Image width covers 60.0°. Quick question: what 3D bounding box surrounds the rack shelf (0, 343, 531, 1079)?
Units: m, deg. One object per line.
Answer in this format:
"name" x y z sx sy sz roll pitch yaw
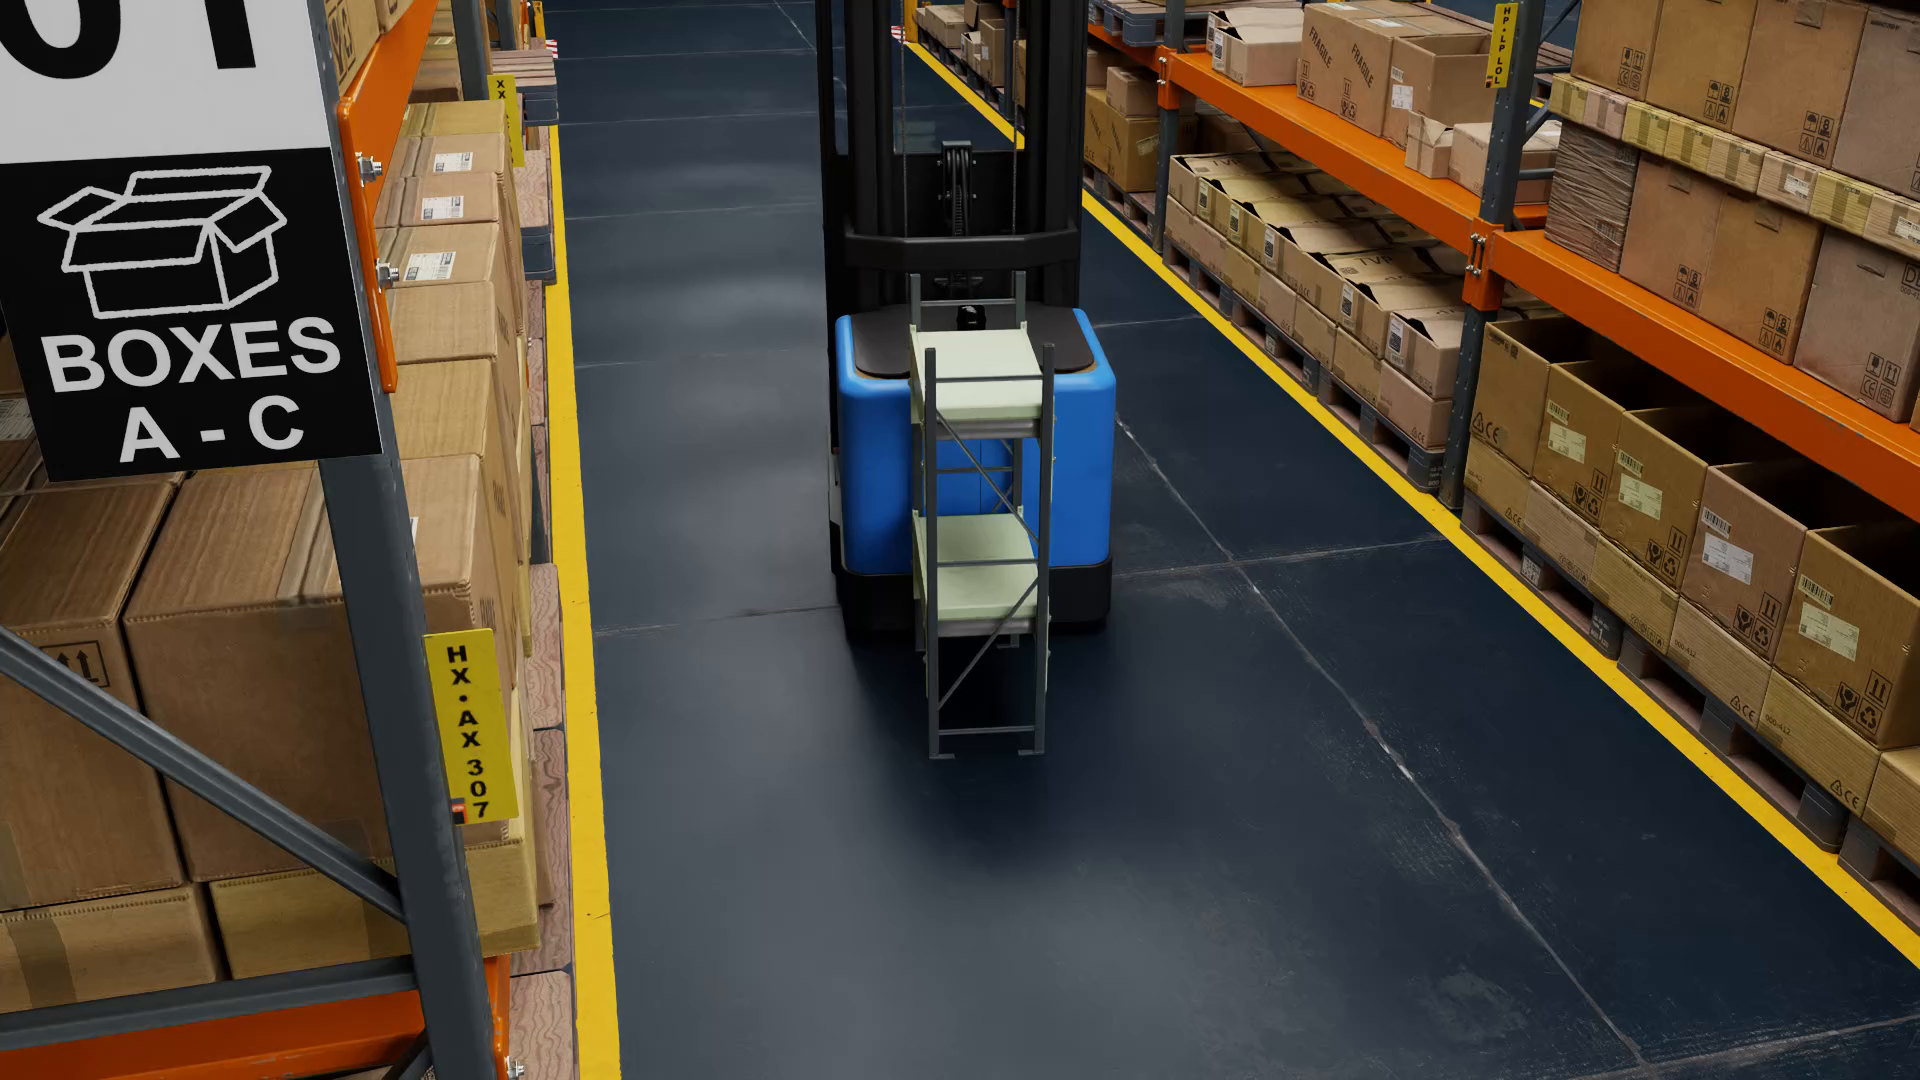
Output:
"rack shelf" -1.690 0.160 4.402 1.077 0.370 4.000 -6 27 -12

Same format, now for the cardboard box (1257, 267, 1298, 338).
"cardboard box" 1.968 -1.326 9.135 0.500 0.250 0.500 -5 27 -11

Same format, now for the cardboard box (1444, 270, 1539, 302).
"cardboard box" 2.727 -1.181 8.224 0.500 0.311 0.500 -6 27 -12

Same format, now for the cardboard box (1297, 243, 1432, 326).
"cardboard box" 2.081 -1.350 8.558 0.500 0.311 0.500 -6 27 -12

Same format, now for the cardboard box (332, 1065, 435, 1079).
"cardboard box" -1.307 1.408 3.627 0.500 0.311 0.500 -9 28 -17

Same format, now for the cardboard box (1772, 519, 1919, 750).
"cardboard box" 2.936 0.275 5.129 0.500 0.500 0.500 -6 27 -12

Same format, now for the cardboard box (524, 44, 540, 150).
"cardboard box" -3.467 -3.117 12.016 0.750 0.750 0.750 -5 27 -10

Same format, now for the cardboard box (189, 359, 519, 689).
"cardboard box" -1.156 -0.018 3.268 0.500 0.500 0.500 -6 27 -11

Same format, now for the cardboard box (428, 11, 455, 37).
"cardboard box" -2.520 -2.039 7.361 0.700 0.500 0.500 -2 27 -5

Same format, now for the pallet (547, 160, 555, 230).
"pallet" -3.418 -2.438 11.847 1.003 0.211 1.213 -6 27 -12

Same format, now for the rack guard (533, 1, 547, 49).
"rack guard" -4.850 -5.202 17.001 1.175 0.500 0.348 -6 27 -12

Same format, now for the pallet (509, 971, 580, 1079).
"pallet" -1.405 1.568 3.908 1.003 0.211 1.213 -6 27 -12

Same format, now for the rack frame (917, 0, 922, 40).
"rack frame" -0.019 -6.812 17.416 1.000 3.000 0.127 -6 27 -12

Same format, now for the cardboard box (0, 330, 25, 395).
"cardboard box" -1.777 -0.193 3.616 0.500 0.500 0.500 -7 28 -13

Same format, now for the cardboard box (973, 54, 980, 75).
"cardboard box" 0.334 -4.359 15.233 0.380 0.149 0.250 -6 27 -12

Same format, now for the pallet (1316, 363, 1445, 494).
"pallet" 2.481 -0.618 8.240 1.003 0.211 1.213 -6 27 -12

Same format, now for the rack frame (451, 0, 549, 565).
"rack frame" -2.141 -1.039 5.979 1.000 3.000 0.127 -6 27 -12

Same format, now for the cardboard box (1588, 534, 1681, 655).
"cardboard box" 2.709 0.171 6.168 0.500 0.250 0.500 -6 27 -12

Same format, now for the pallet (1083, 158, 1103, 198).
"pallet" 1.381 -2.921 12.803 1.003 0.211 1.213 -6 27 -12

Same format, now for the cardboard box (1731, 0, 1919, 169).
"cardboard box" 3.018 -1.532 5.405 0.700 0.500 0.500 -6 27 -12

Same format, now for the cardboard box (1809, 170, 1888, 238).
"cardboard box" 2.909 -1.060 5.191 0.380 0.149 0.250 -6 27 -12

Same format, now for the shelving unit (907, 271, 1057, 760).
"shelving unit" 0.059 -0.086 5.757 0.431 1.500 0.755 -2 27 -4

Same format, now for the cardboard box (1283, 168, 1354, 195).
"cardboard box" 2.265 -2.077 10.000 0.500 0.311 0.500 -6 27 -12

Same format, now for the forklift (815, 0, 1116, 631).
"forklift" -0.055 -1.591 7.149 1.130 2.935 3.031 -2 27 -4

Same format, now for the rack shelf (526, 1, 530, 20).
"rack shelf" -4.394 -5.108 14.839 1.077 0.370 4.000 -6 27 -12

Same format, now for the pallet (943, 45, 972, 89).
"pallet" 0.450 -4.649 16.226 1.003 0.211 1.213 -6 27 -12

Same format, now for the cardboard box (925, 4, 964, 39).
"cardboard box" -0.061 -5.293 16.972 0.500 0.250 0.500 -6 27 -12

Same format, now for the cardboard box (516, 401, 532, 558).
"cardboard box" -1.391 -0.144 4.351 0.500 0.250 0.500 -6 27 -11

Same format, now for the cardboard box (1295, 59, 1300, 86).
"cardboard box" 2.126 -2.633 9.417 0.380 0.149 0.250 -4 27 -8

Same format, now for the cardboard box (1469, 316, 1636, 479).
"cardboard box" 2.484 -0.603 6.869 0.500 0.500 0.500 -6 27 -12

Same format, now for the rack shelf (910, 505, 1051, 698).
"rack shelf" 0.059 0.205 5.903 0.431 0.370 0.720 -2 27 -4

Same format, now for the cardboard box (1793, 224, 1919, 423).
"cardboard box" 3.142 -0.718 5.232 0.700 0.500 0.500 -5 27 -10

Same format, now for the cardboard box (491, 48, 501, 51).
"cardboard box" -2.891 -2.860 9.843 0.380 0.149 0.250 -6 27 -12

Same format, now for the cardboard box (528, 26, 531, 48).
"cardboard box" -4.477 -4.862 15.861 0.700 0.500 0.500 -6 27 -12

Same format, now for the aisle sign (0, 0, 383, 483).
"aisle sign" -0.931 -0.442 1.912 0.394 0.787 0.004 -6 27 -12

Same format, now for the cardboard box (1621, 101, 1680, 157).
"cardboard box" 2.673 -1.517 6.095 0.380 0.149 0.250 -7 28 -13

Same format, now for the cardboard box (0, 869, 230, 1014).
"cardboard box" -1.533 0.590 2.897 0.500 0.250 0.500 -6 27 -11

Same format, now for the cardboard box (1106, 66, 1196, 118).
"cardboard box" 1.327 -3.126 11.568 0.500 0.250 0.500 -5 27 -10

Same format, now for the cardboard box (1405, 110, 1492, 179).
"cardboard box" 2.308 -1.851 7.737 0.396 0.266 0.258 -7 28 -13

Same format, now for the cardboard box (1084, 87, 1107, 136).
"cardboard box" 1.103 -3.224 12.594 0.500 0.500 0.500 -7 28 -14

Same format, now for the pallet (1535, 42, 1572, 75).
"pallet" 5.505 -4.631 16.191 1.003 0.211 1.213 -6 27 -12

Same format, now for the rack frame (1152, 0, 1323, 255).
"rack frame" 1.783 -3.300 10.458 1.000 3.000 0.127 -6 27 -12

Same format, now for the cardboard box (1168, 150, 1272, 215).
"cardboard box" 1.615 -2.250 10.342 0.500 0.311 0.500 -5 27 -10

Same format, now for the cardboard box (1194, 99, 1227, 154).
"cardboard box" 1.836 -2.838 11.830 0.500 0.500 0.500 -7 28 -13

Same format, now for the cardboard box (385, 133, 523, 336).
"cardboard box" -1.615 -0.921 5.058 0.500 0.500 0.500 -6 27 -12

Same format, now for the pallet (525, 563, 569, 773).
"pallet" -1.955 0.497 6.031 1.003 0.211 1.213 -6 27 -12

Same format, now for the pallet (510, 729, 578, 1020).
"pallet" -1.676 1.034 4.967 1.003 0.211 1.213 -6 27 -12
